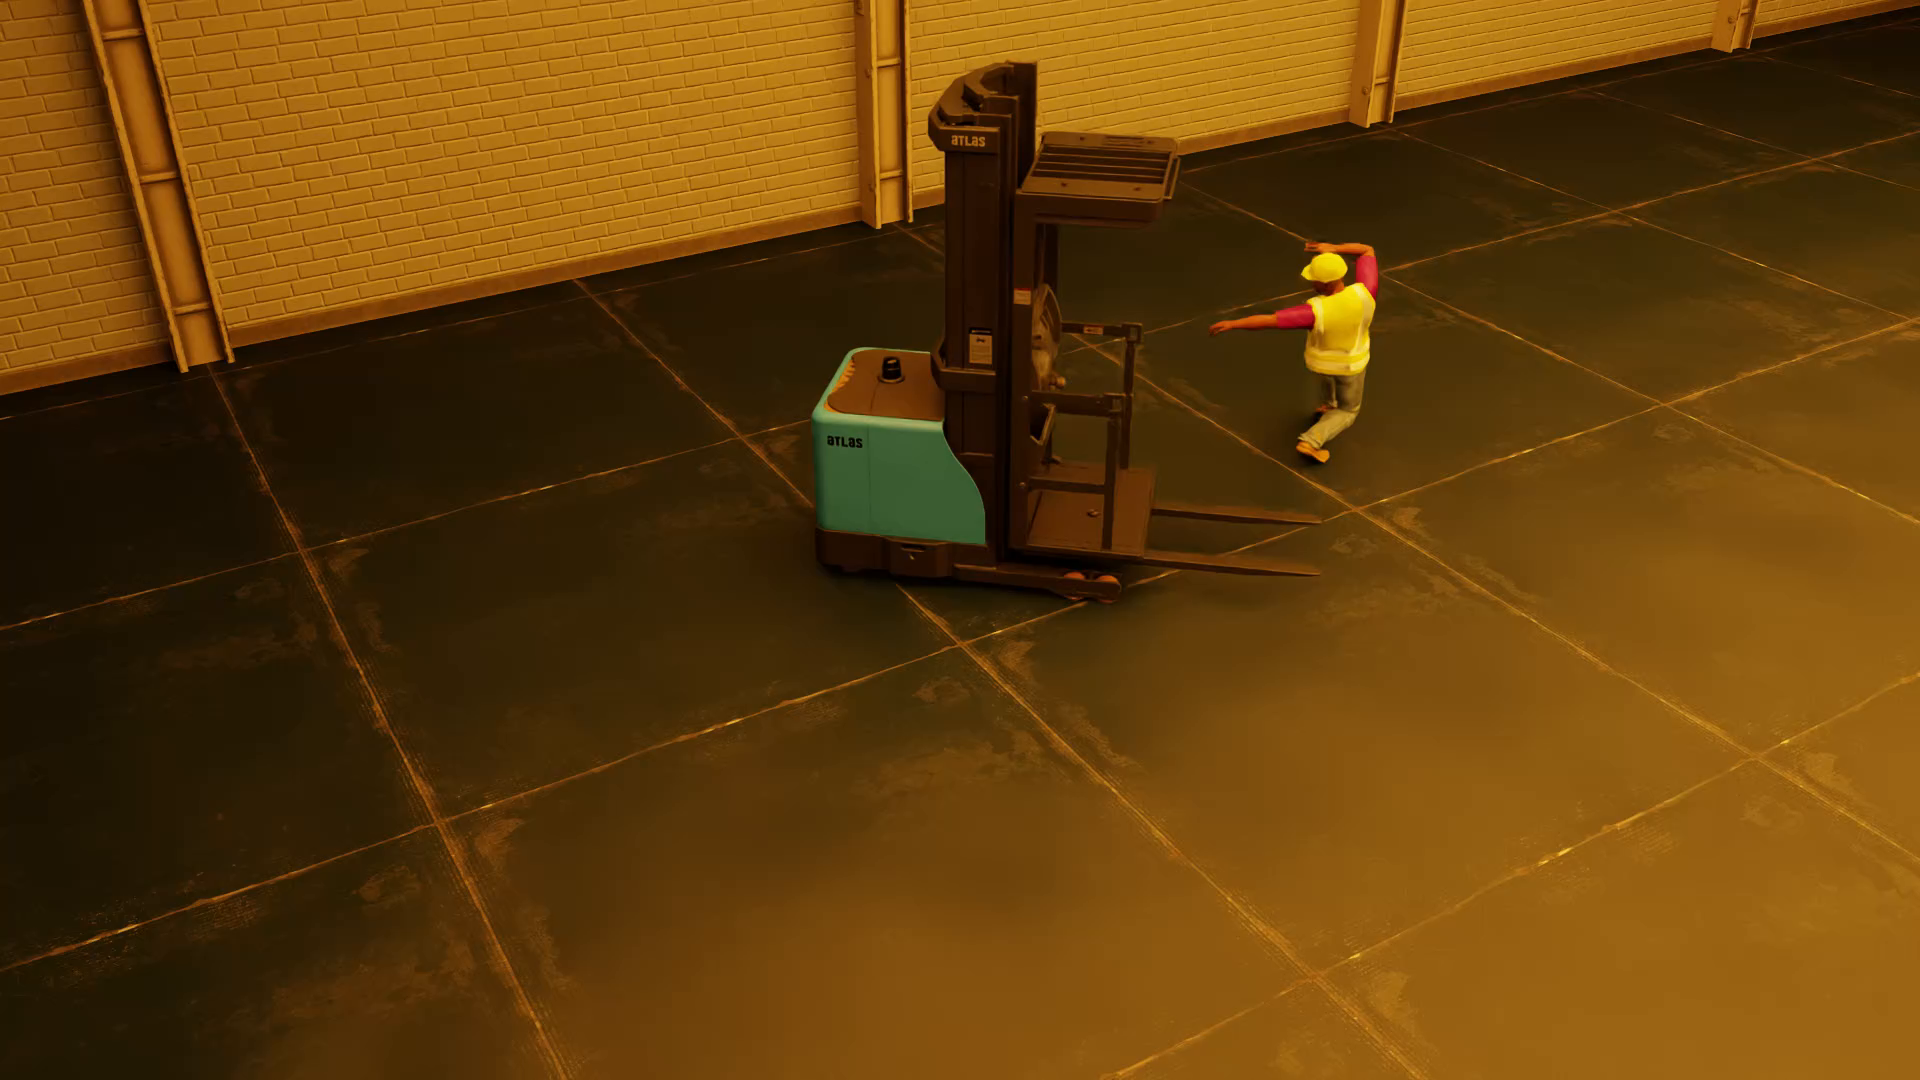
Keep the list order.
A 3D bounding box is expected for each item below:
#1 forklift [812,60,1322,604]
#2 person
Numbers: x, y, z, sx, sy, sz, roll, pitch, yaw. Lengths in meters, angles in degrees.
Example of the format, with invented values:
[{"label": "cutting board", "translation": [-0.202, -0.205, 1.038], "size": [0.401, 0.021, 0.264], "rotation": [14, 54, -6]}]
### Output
[{"label": "forklift", "translation": [0.688, -1.177, 9.612], "size": [3.031, 2.935, 1.130], "rotation": [5, 31, 9]}, {"label": "person", "translation": [2.271, -1.362, 11.358], "size": [1.050, 1.475, 0.921], "rotation": [10, 32, 16]}]
